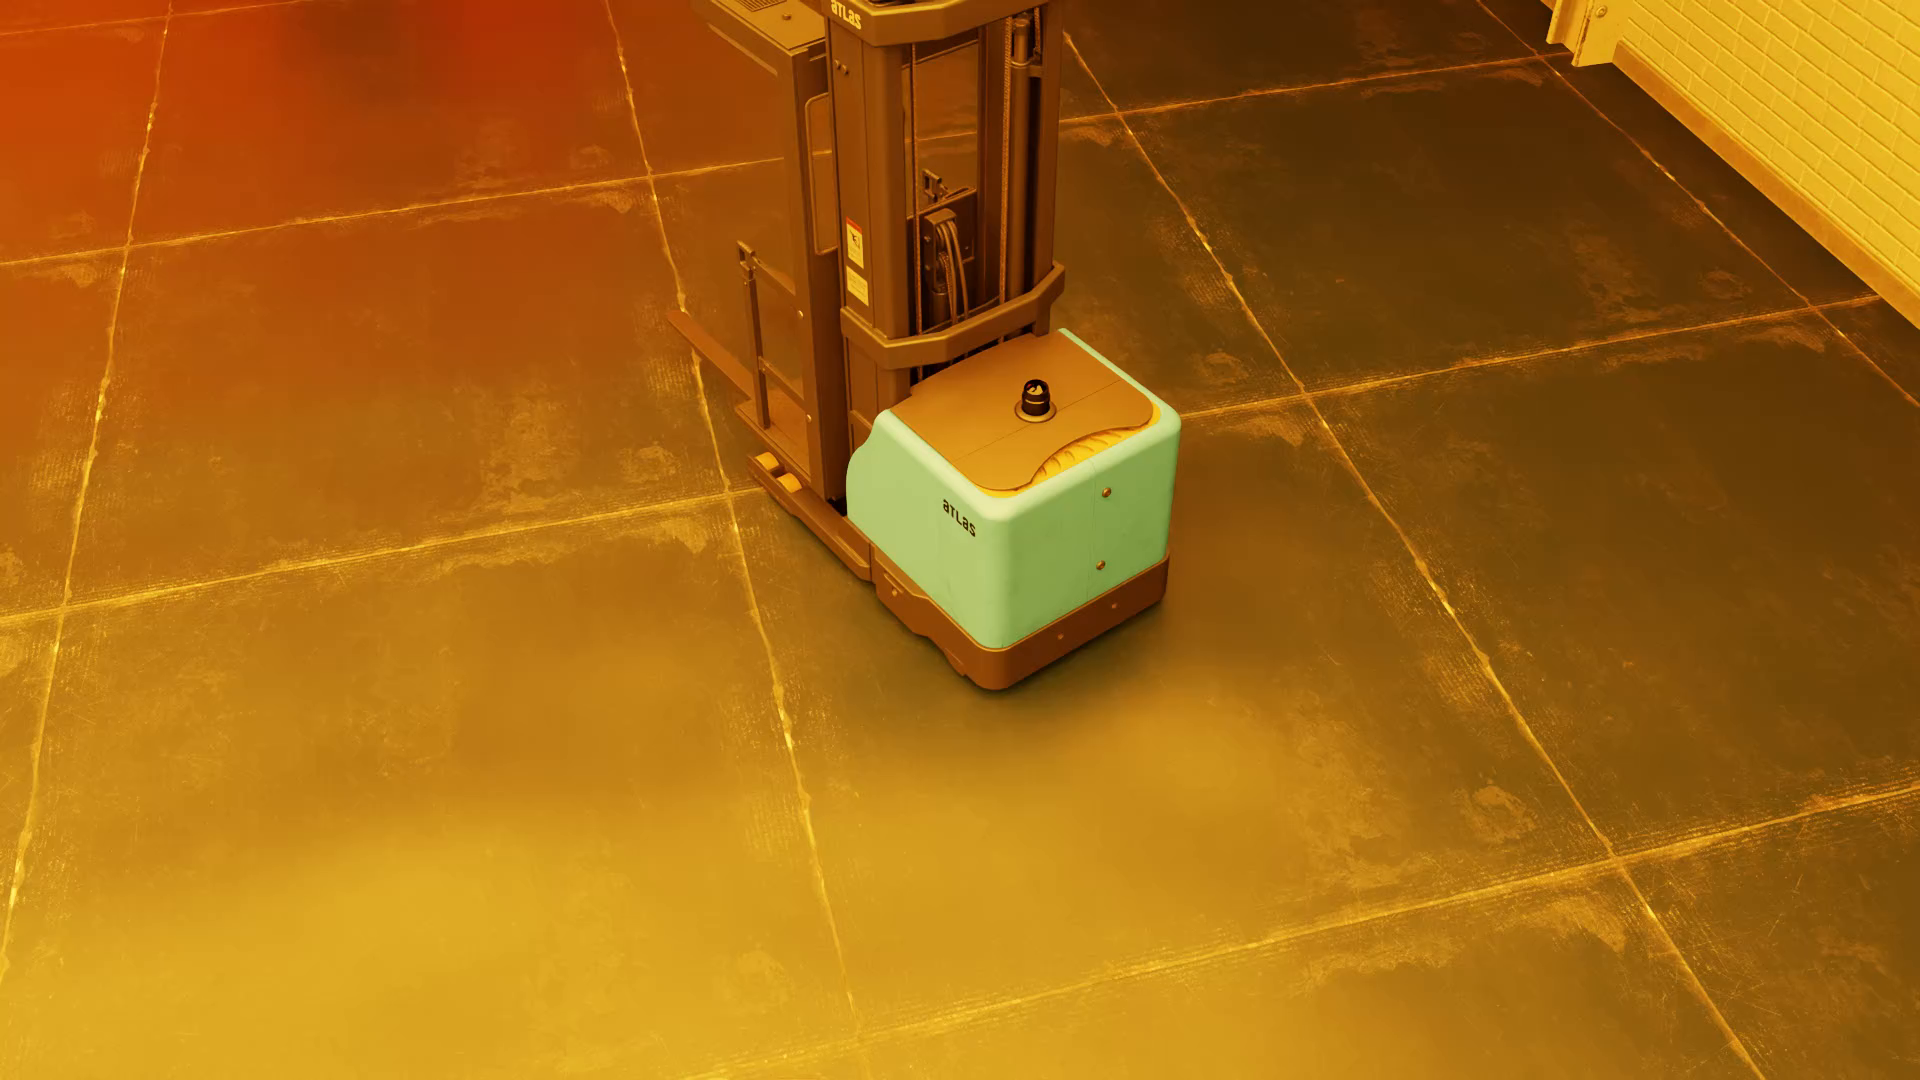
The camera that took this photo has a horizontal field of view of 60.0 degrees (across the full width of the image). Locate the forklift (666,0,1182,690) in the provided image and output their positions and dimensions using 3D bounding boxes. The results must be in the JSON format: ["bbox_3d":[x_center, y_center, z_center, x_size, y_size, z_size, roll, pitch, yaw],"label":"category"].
[{"bbox_3d":[-0.366,-1.399,7.126,1.130,2.935,3.031,-27,50,-26],"label":"forklift"}]
